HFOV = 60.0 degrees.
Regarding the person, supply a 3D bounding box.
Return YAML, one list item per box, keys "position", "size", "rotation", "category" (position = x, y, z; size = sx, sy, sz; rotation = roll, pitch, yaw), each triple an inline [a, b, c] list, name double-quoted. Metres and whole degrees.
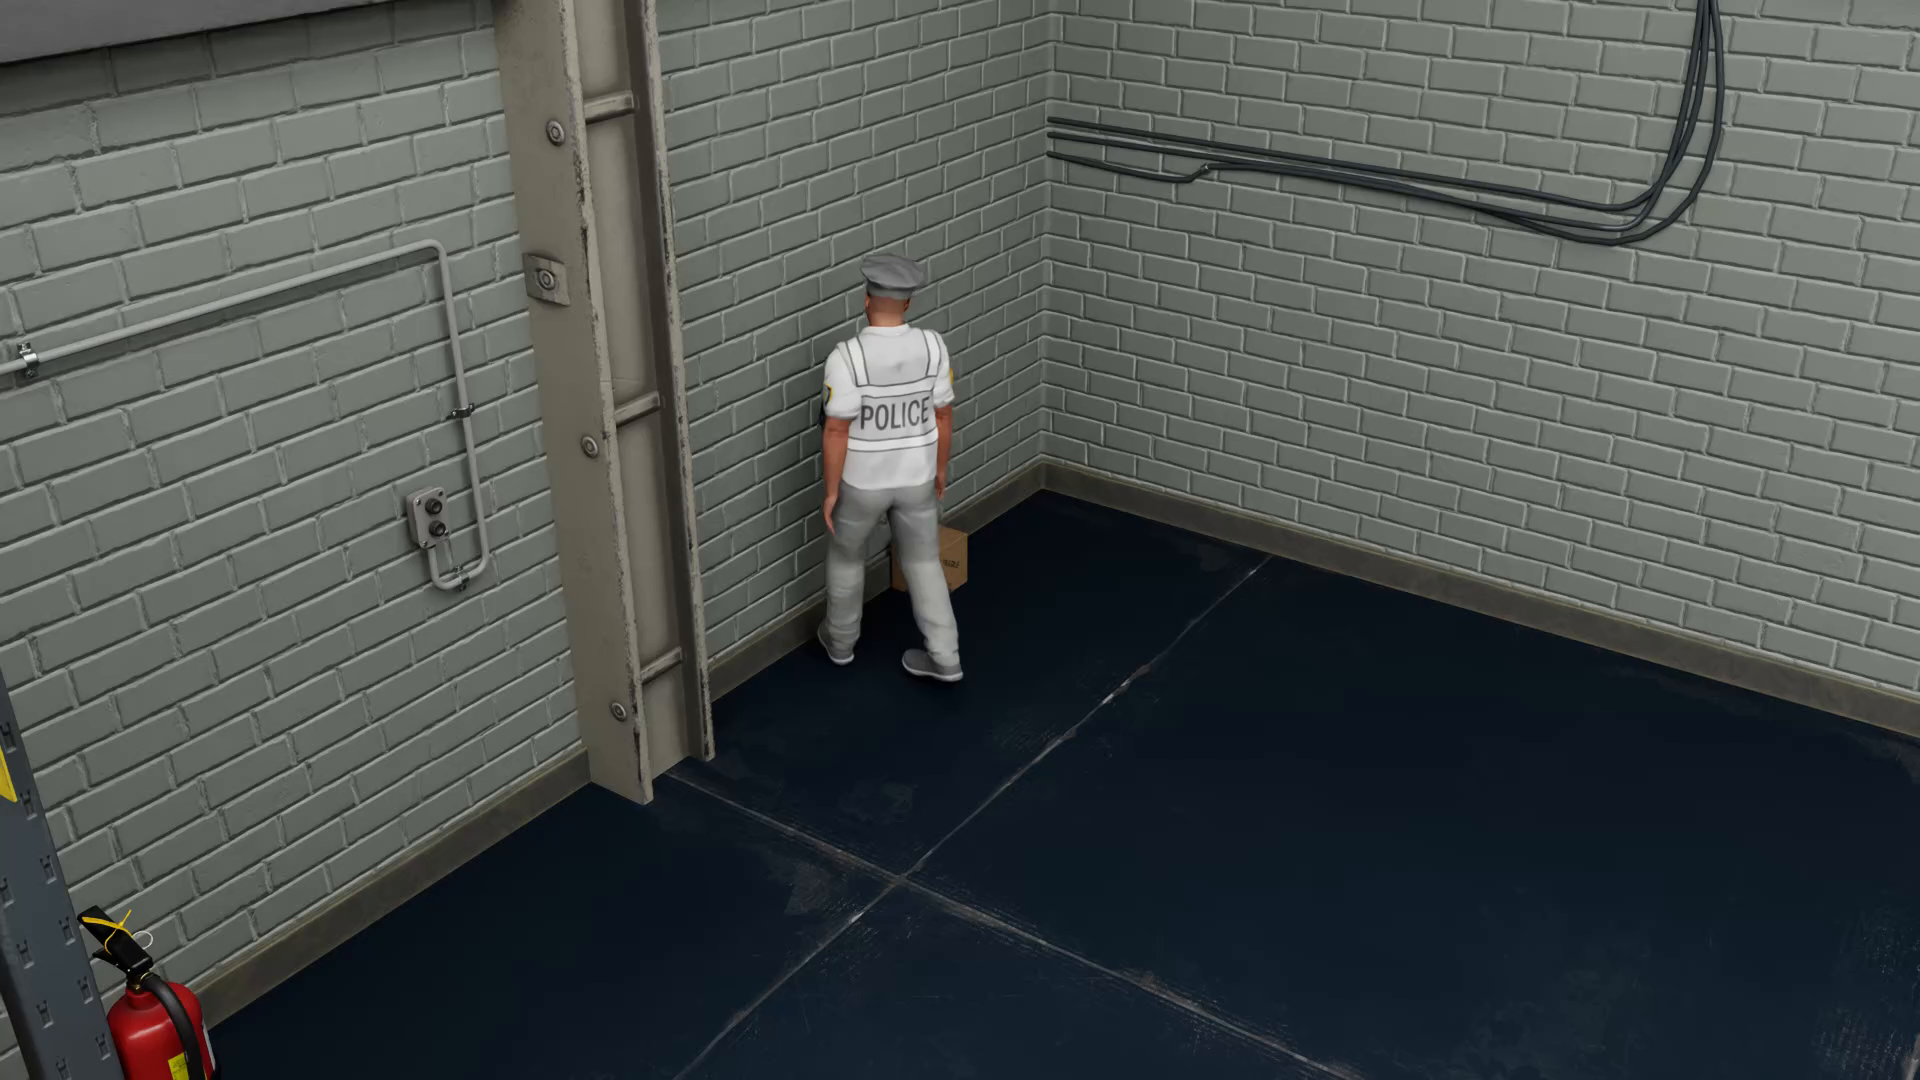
- position: [-0.306, -0.267, 6.620]
  size: [0.563, 1.734, 0.708]
  rotation: [-10, 29, -20]
  category: "person"
